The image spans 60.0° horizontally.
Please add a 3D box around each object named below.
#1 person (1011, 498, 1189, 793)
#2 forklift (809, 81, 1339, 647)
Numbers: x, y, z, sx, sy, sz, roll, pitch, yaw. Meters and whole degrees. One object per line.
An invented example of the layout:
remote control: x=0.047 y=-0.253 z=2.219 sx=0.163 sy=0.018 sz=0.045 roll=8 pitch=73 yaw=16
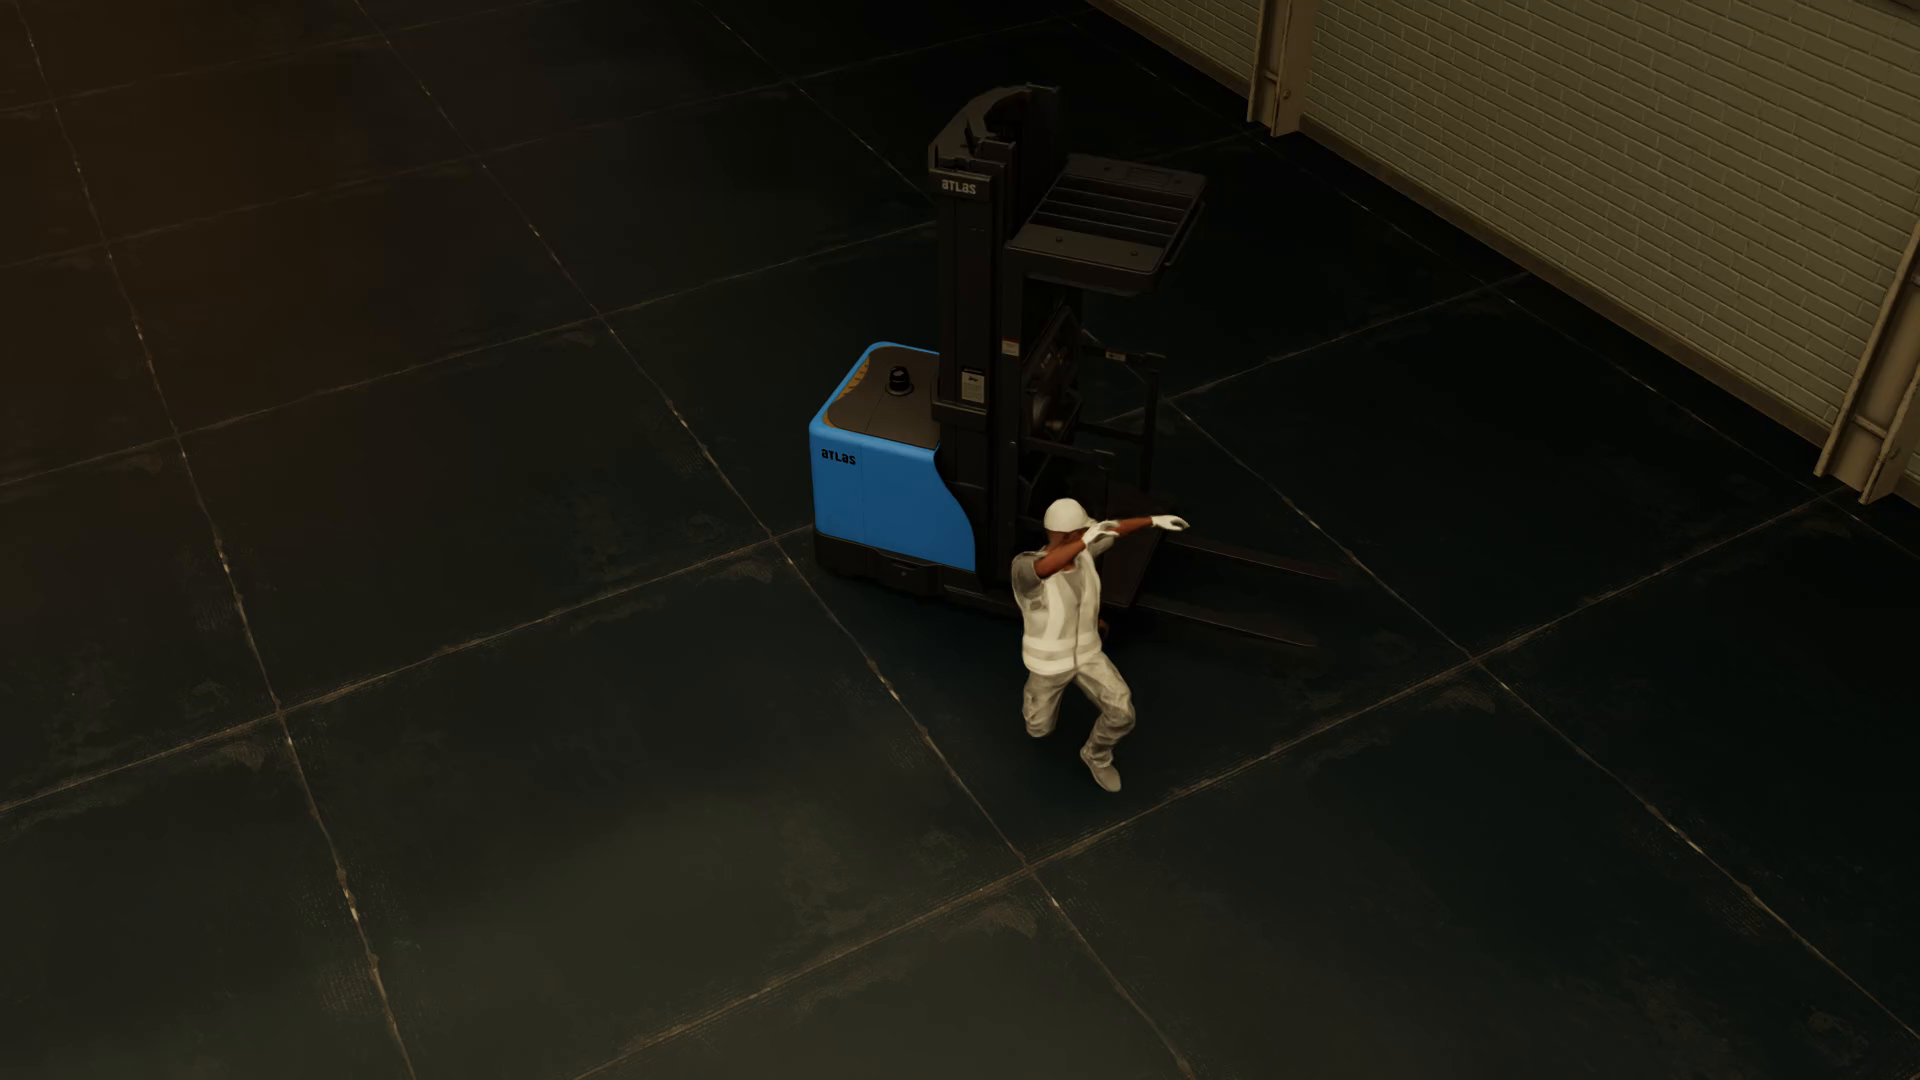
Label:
person: x=0.836 y=0.471 z=8.582 sx=1.108 sy=1.541 sz=0.889 roll=-15 pitch=42 yaw=-17
forklift: x=0.692 y=-0.906 z=9.128 sx=3.031 sy=2.935 sz=1.130 roll=14 pitch=42 yaw=16
